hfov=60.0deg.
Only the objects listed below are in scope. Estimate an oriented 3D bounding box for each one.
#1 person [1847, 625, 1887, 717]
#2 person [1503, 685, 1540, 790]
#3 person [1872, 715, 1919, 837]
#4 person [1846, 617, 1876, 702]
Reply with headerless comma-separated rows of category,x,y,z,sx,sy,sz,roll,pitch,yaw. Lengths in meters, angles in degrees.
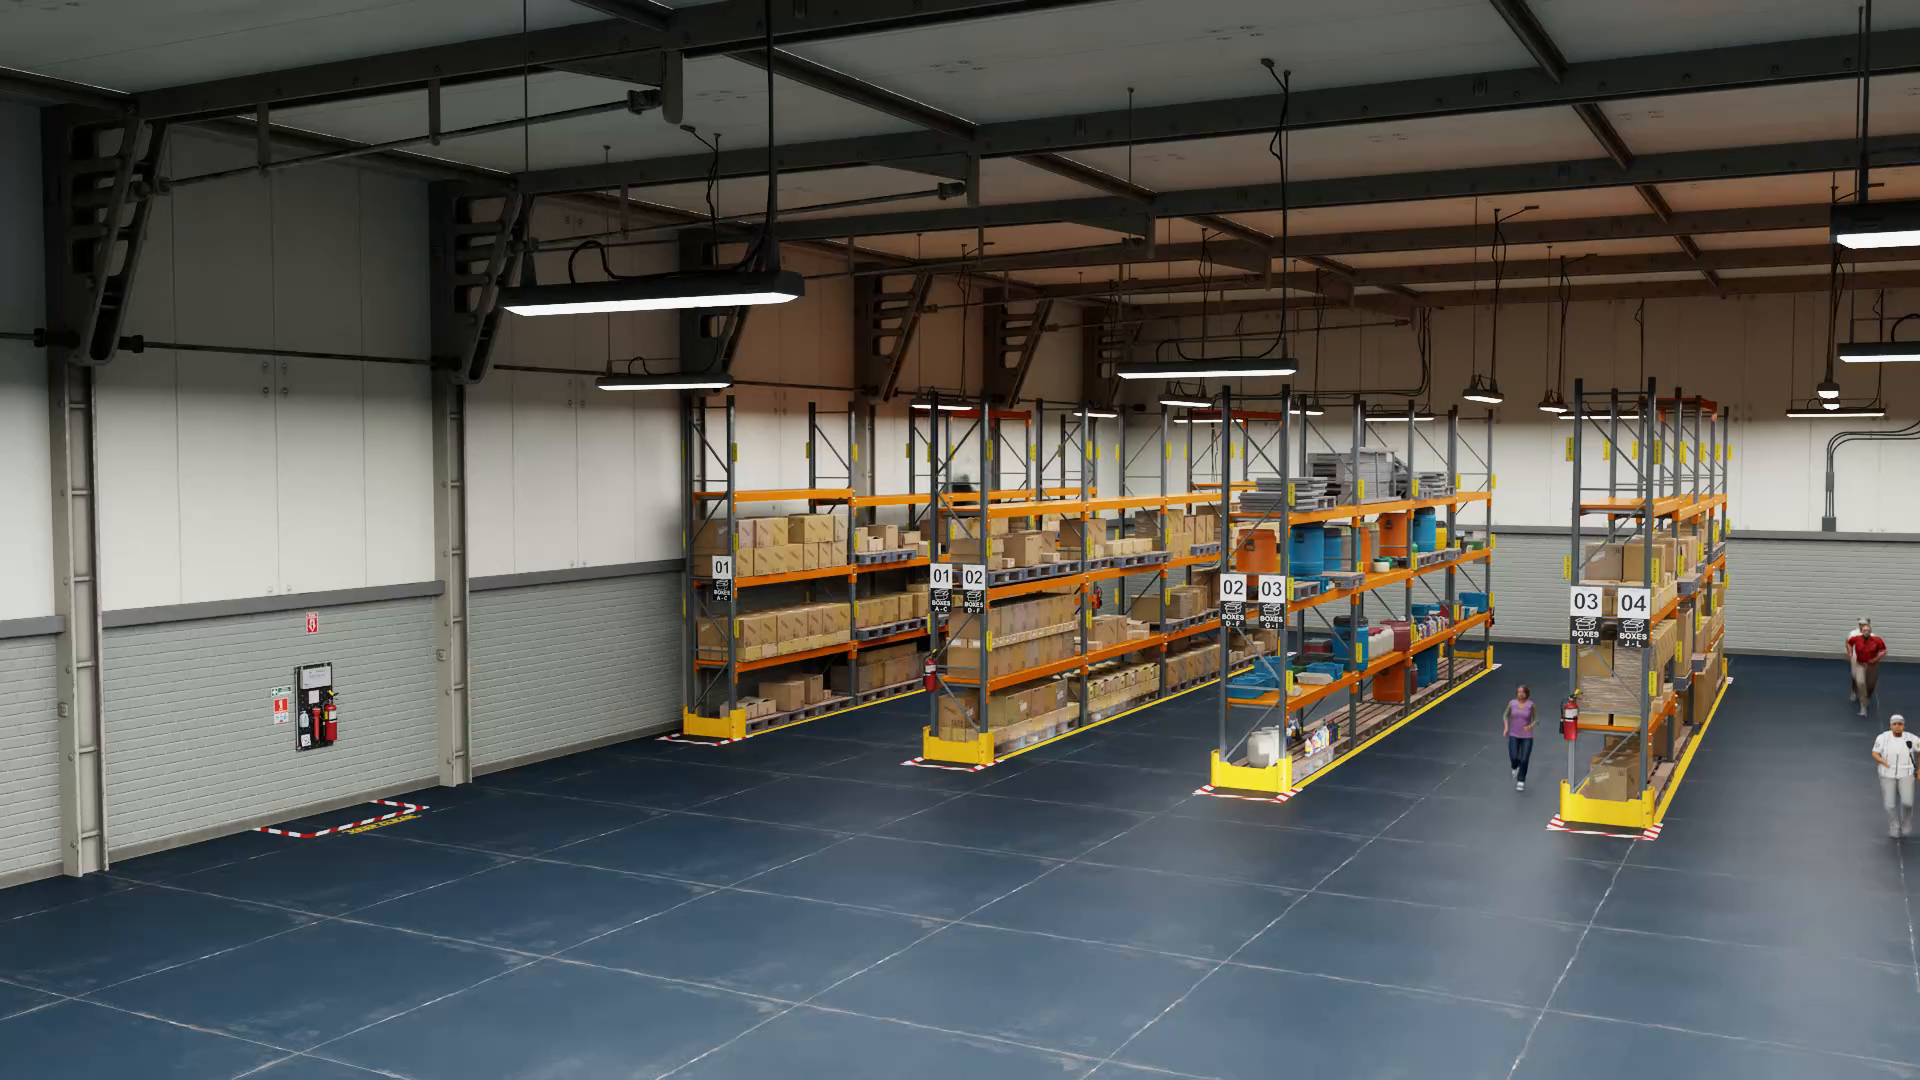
person,17.441,2.483,31.988,0.665,1.737,1.105,1,3,26
person,8.314,2.930,24.673,0.536,1.560,0.535,1,3,24
person,12.141,3.061,21.541,0.583,1.614,0.669,2,4,32
person,18.128,2.403,33.447,0.560,1.737,0.701,2,3,28
